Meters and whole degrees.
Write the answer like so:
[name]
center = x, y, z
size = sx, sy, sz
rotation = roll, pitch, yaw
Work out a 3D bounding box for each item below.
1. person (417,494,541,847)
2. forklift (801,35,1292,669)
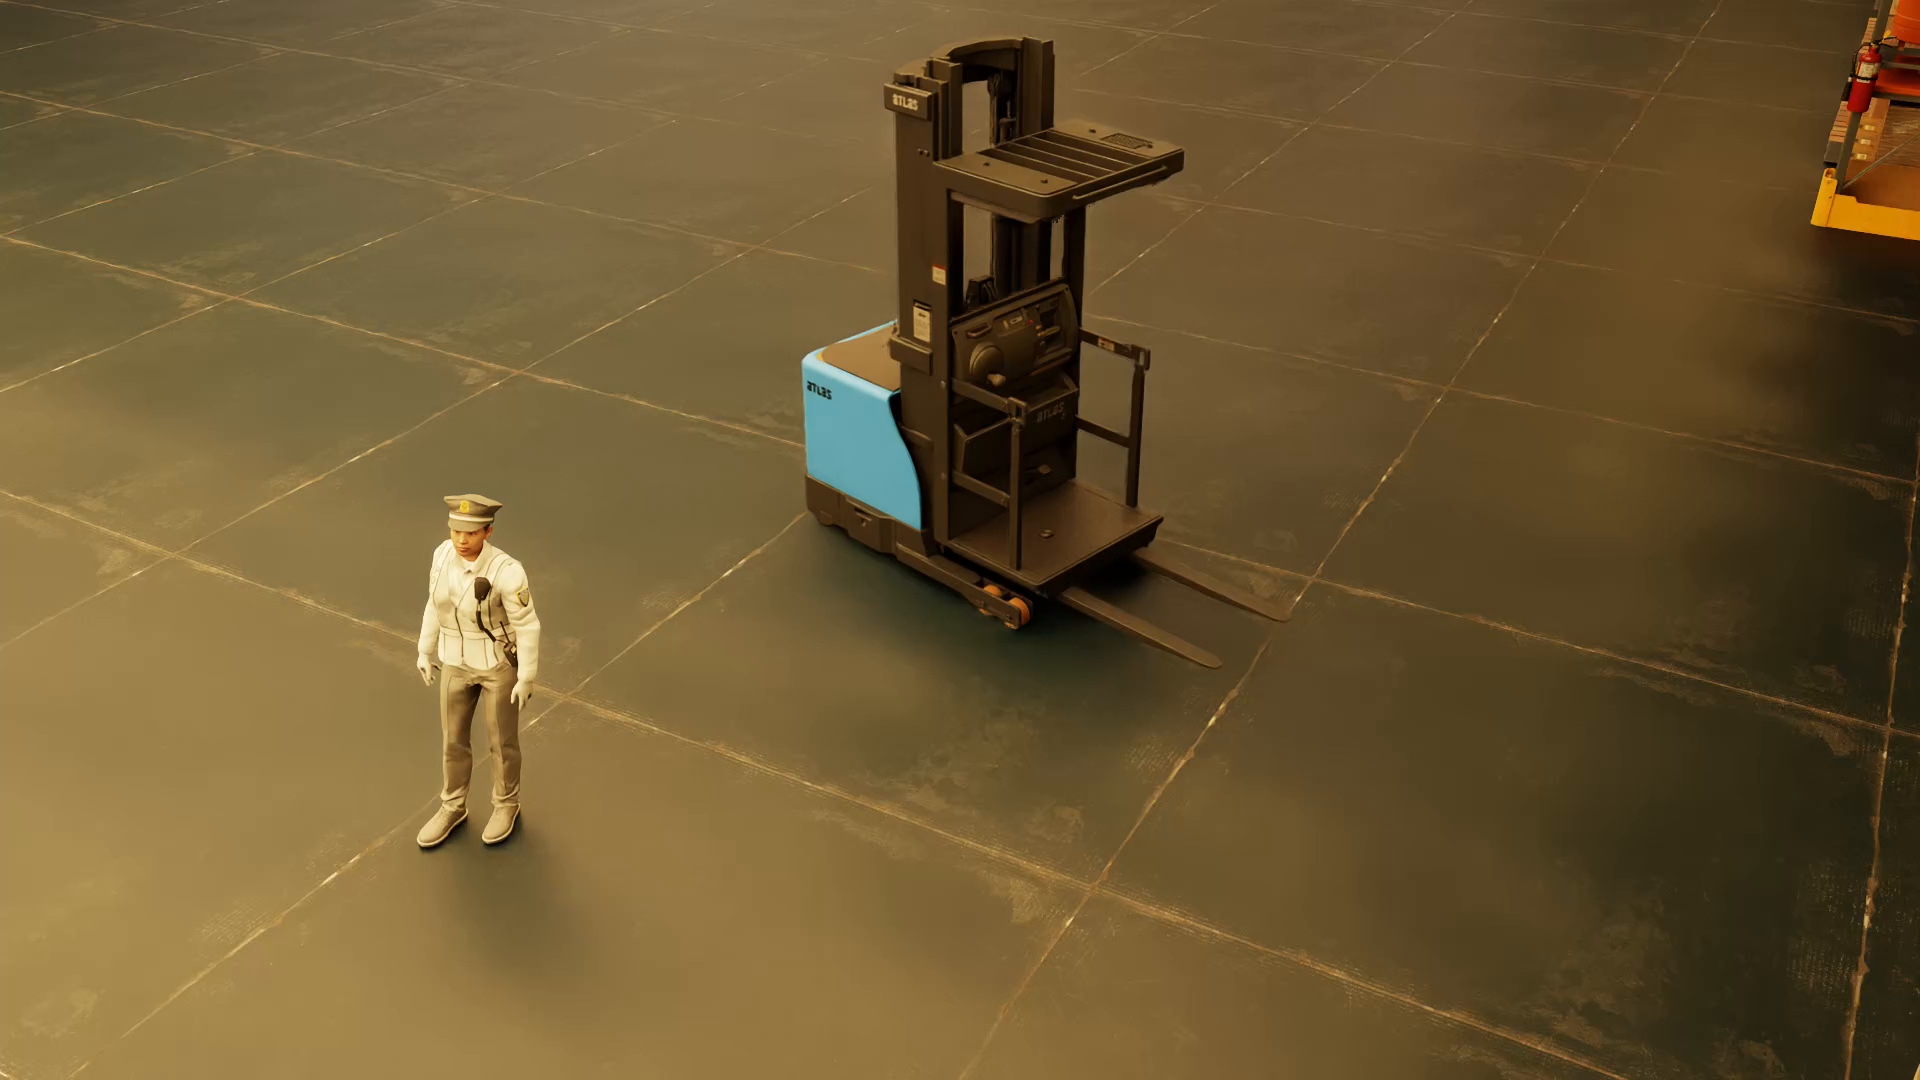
[person]
center = -2.137, 0.579, 7.290
size = 0.587, 1.694, 0.531
rotation = 9, 31, 15
[forklift]
center = 0.455, -1.074, 8.932
size = 3.031, 2.935, 1.130
rotation = 26, 39, 37
